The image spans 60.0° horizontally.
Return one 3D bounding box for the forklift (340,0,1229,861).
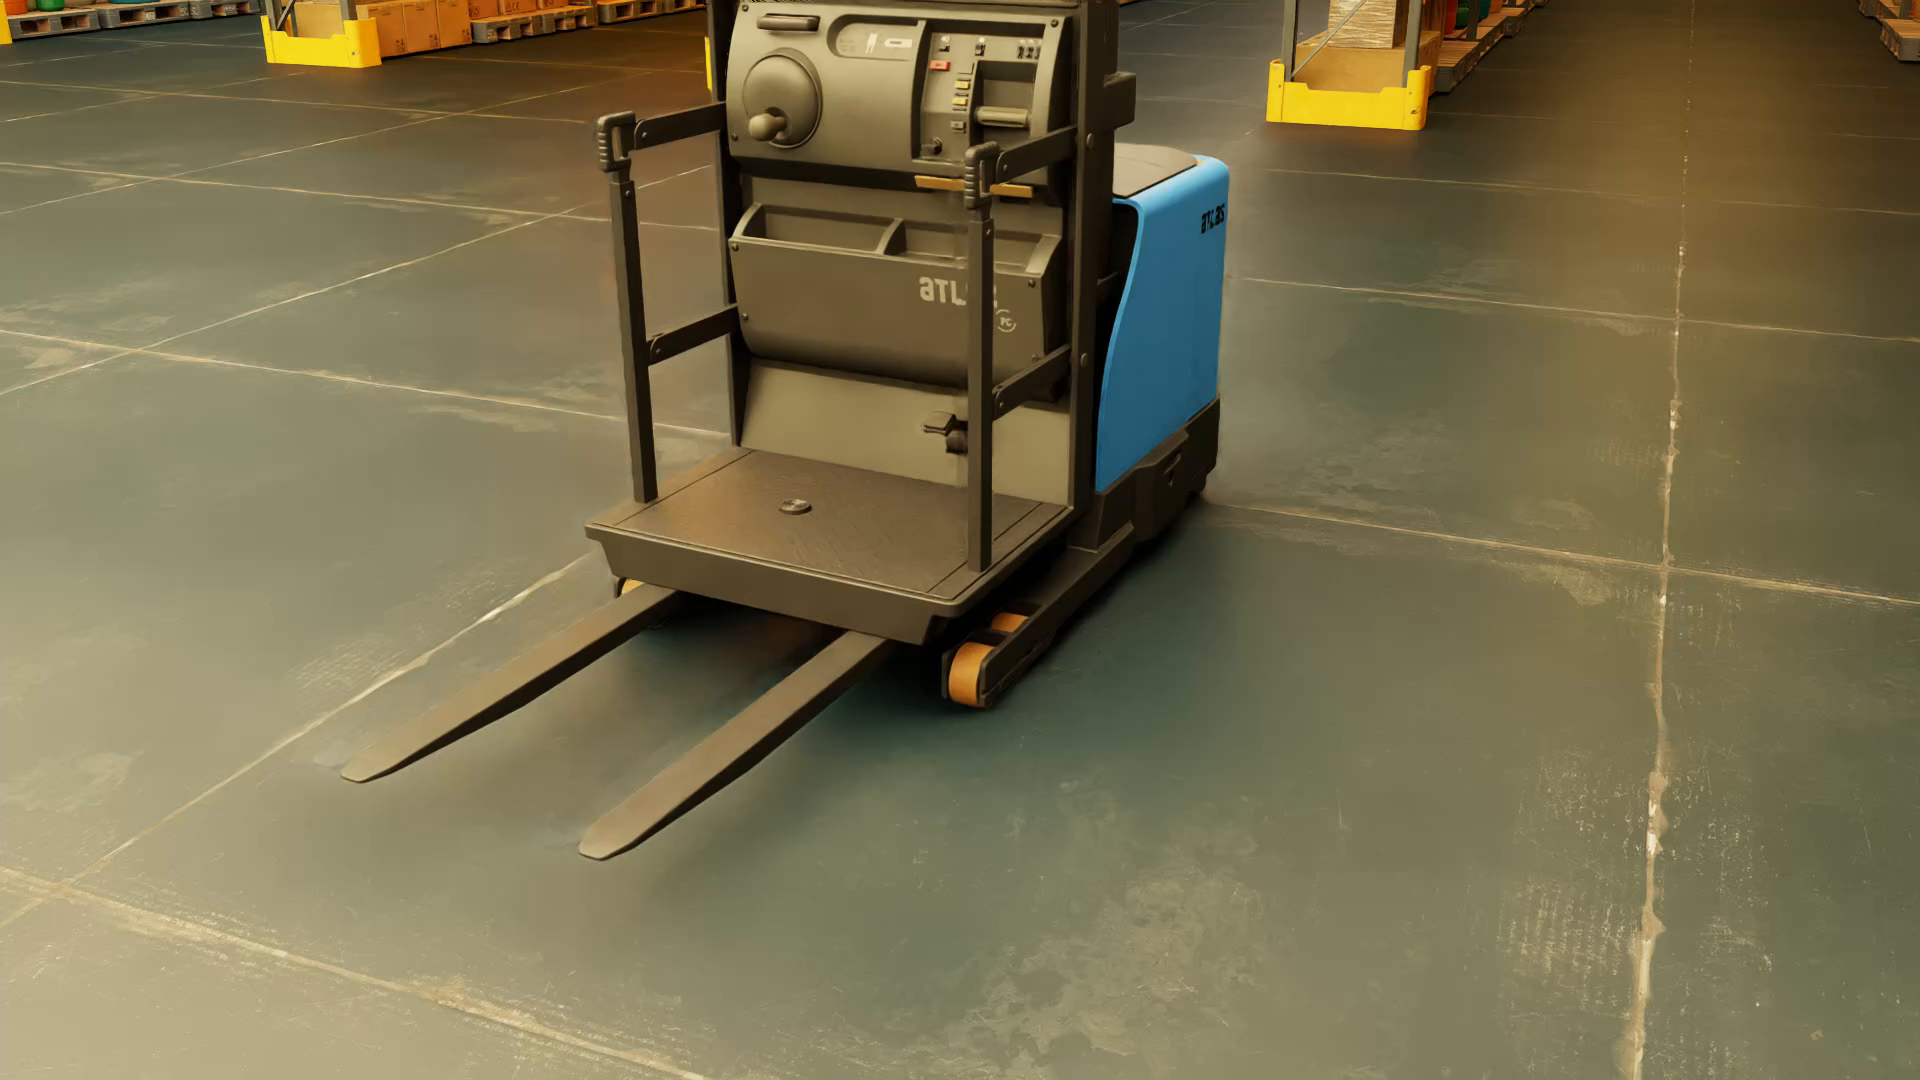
[{"bbox_3d":[-0.273,-1.130,3.997,1.130,2.935,3.031,11,25,25],"label":"forklift"}]
